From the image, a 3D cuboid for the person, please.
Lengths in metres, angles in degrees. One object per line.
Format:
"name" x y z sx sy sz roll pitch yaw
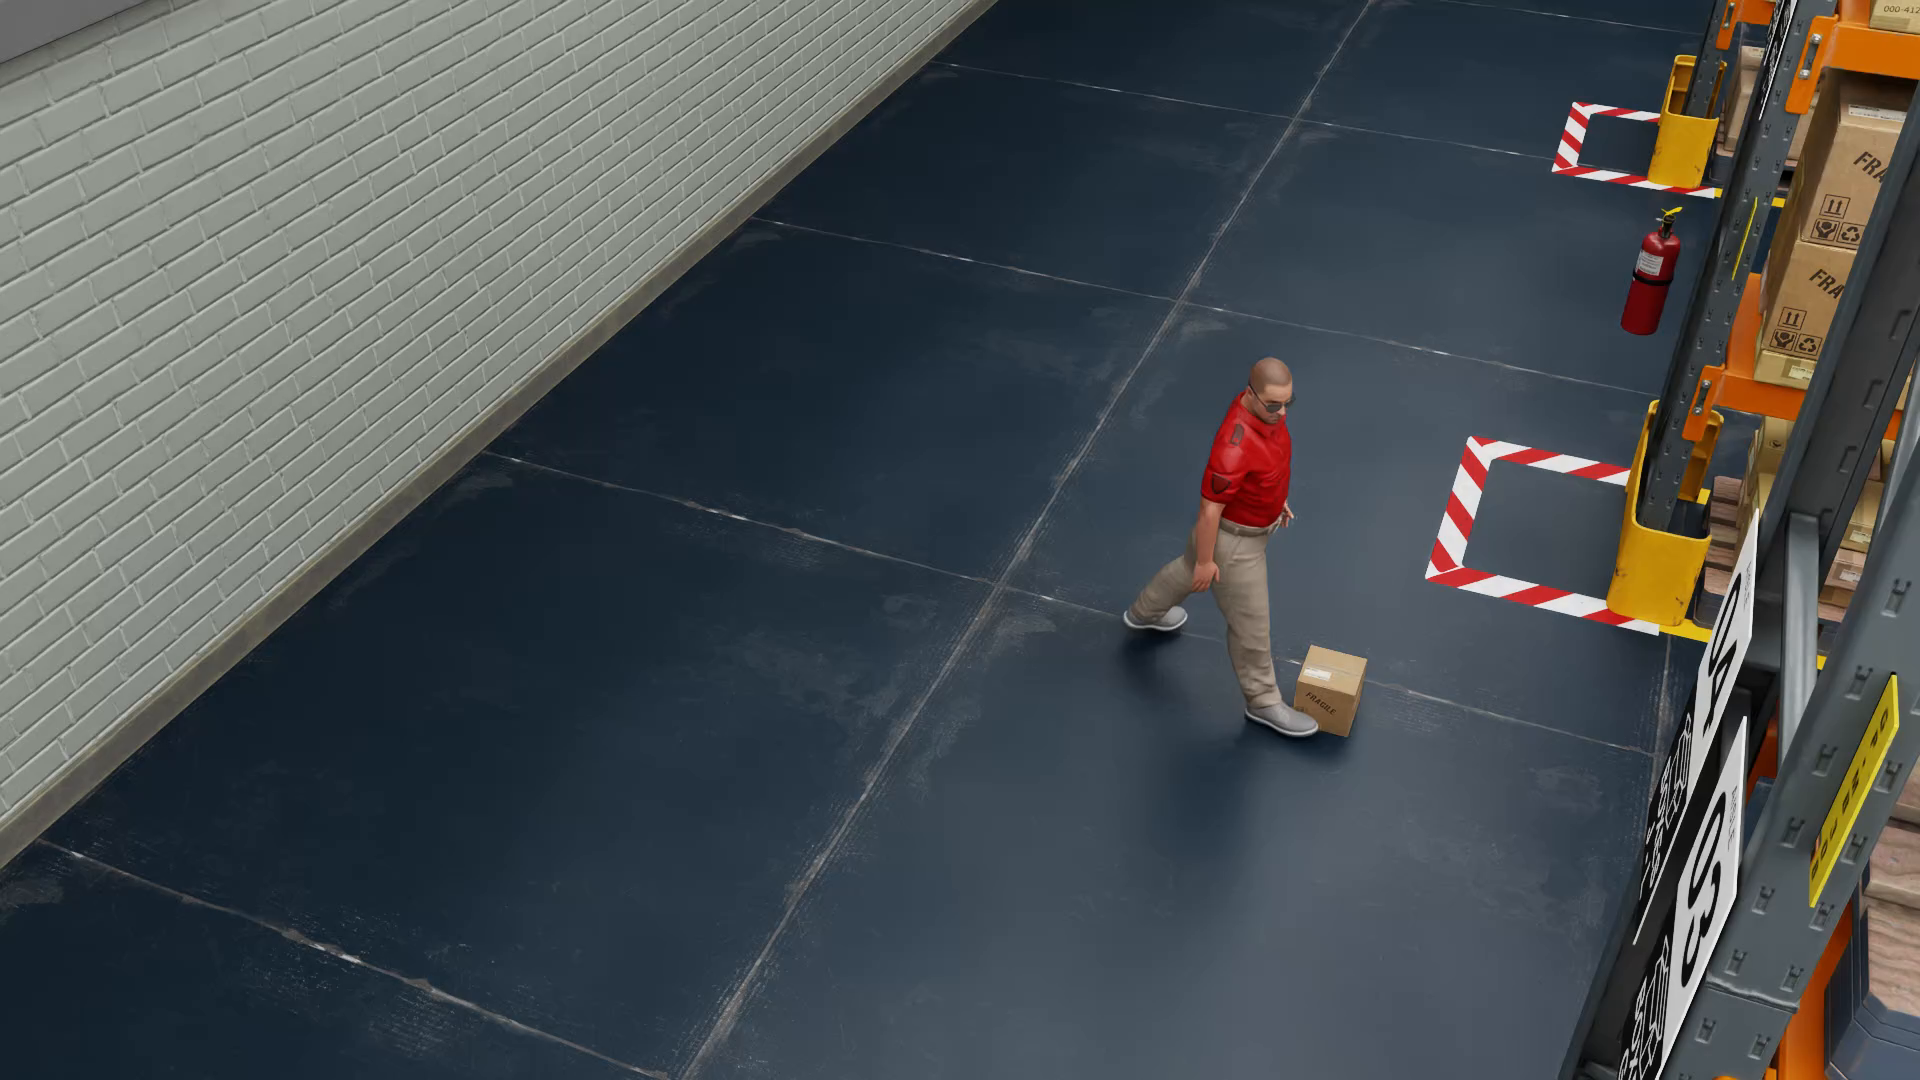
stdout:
"person" 1.156 -0.072 6.932 0.956 1.691 0.658 11 39 14
